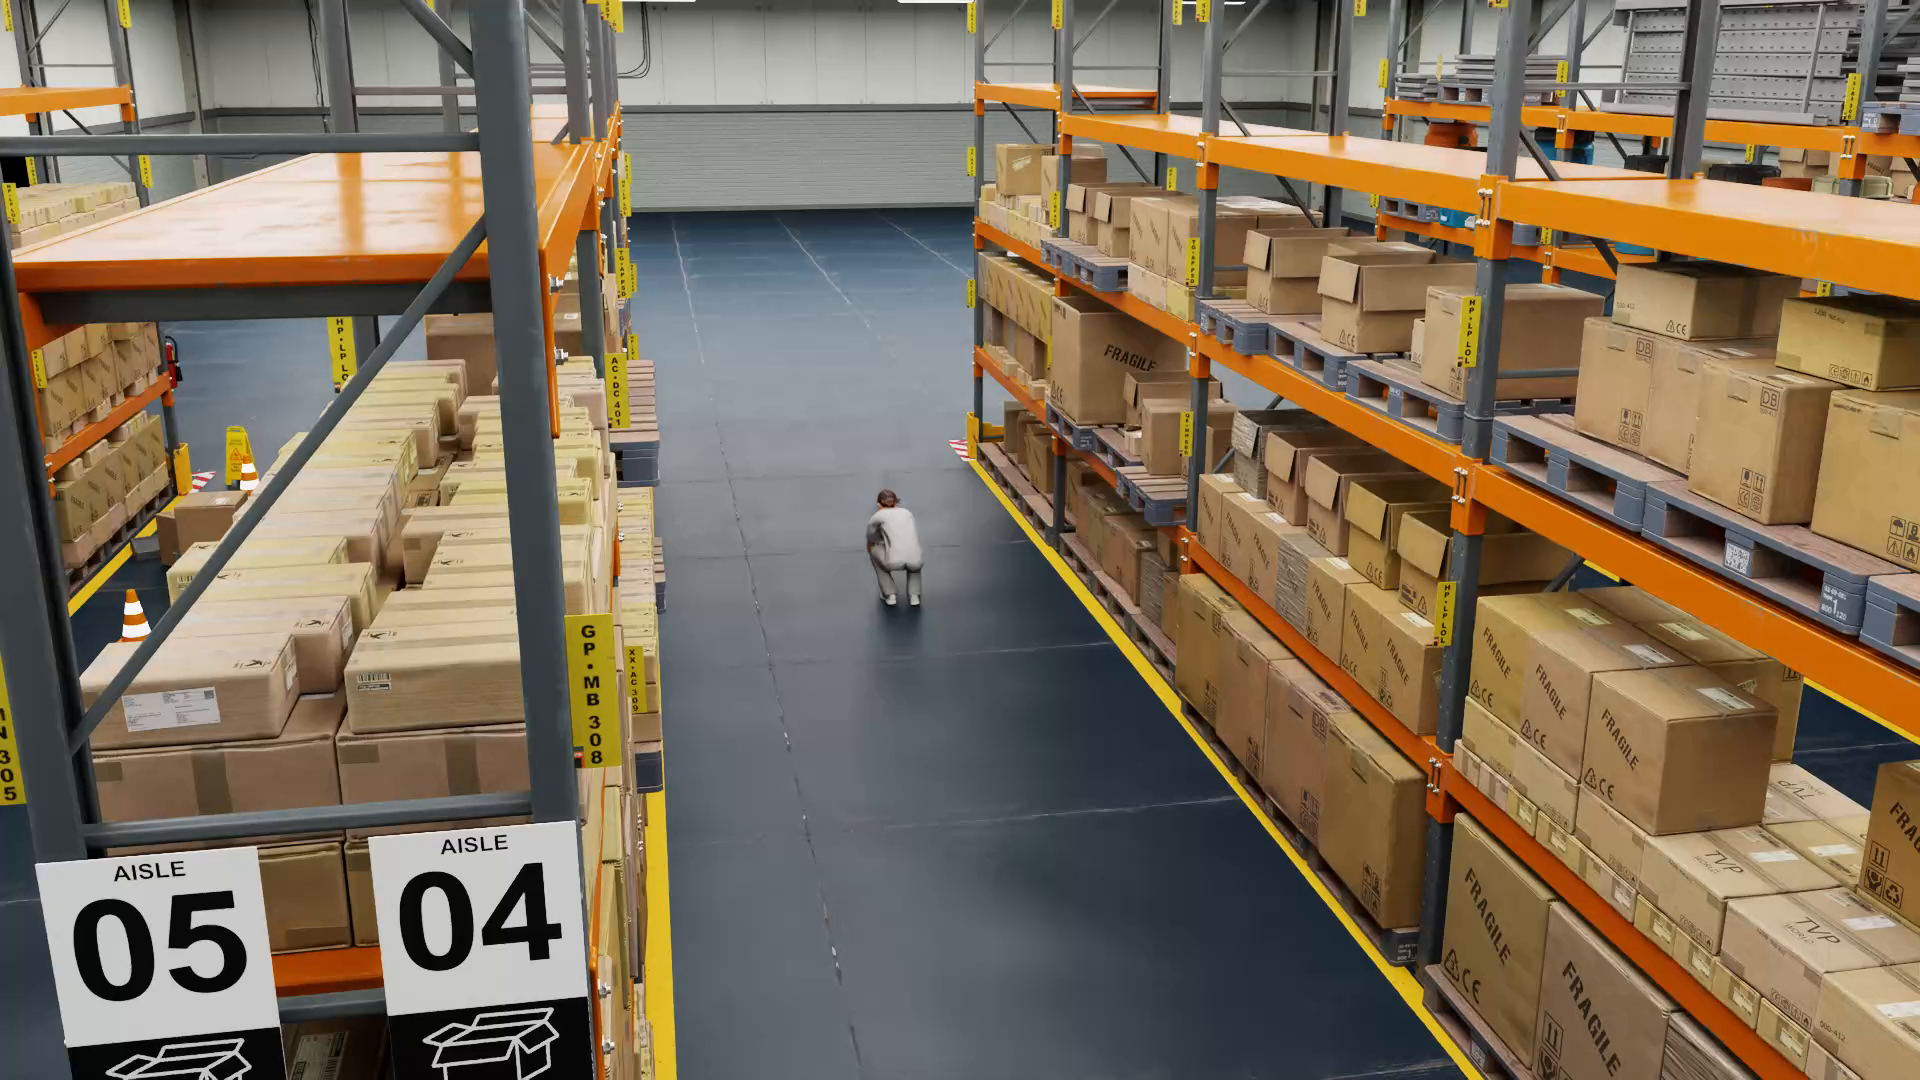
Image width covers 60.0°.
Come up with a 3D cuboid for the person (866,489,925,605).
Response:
[{"bbox_3d":[-0.566,0.064,14.640,0.491,0.936,0.793,-3,17,-10],"label":"person"}]
